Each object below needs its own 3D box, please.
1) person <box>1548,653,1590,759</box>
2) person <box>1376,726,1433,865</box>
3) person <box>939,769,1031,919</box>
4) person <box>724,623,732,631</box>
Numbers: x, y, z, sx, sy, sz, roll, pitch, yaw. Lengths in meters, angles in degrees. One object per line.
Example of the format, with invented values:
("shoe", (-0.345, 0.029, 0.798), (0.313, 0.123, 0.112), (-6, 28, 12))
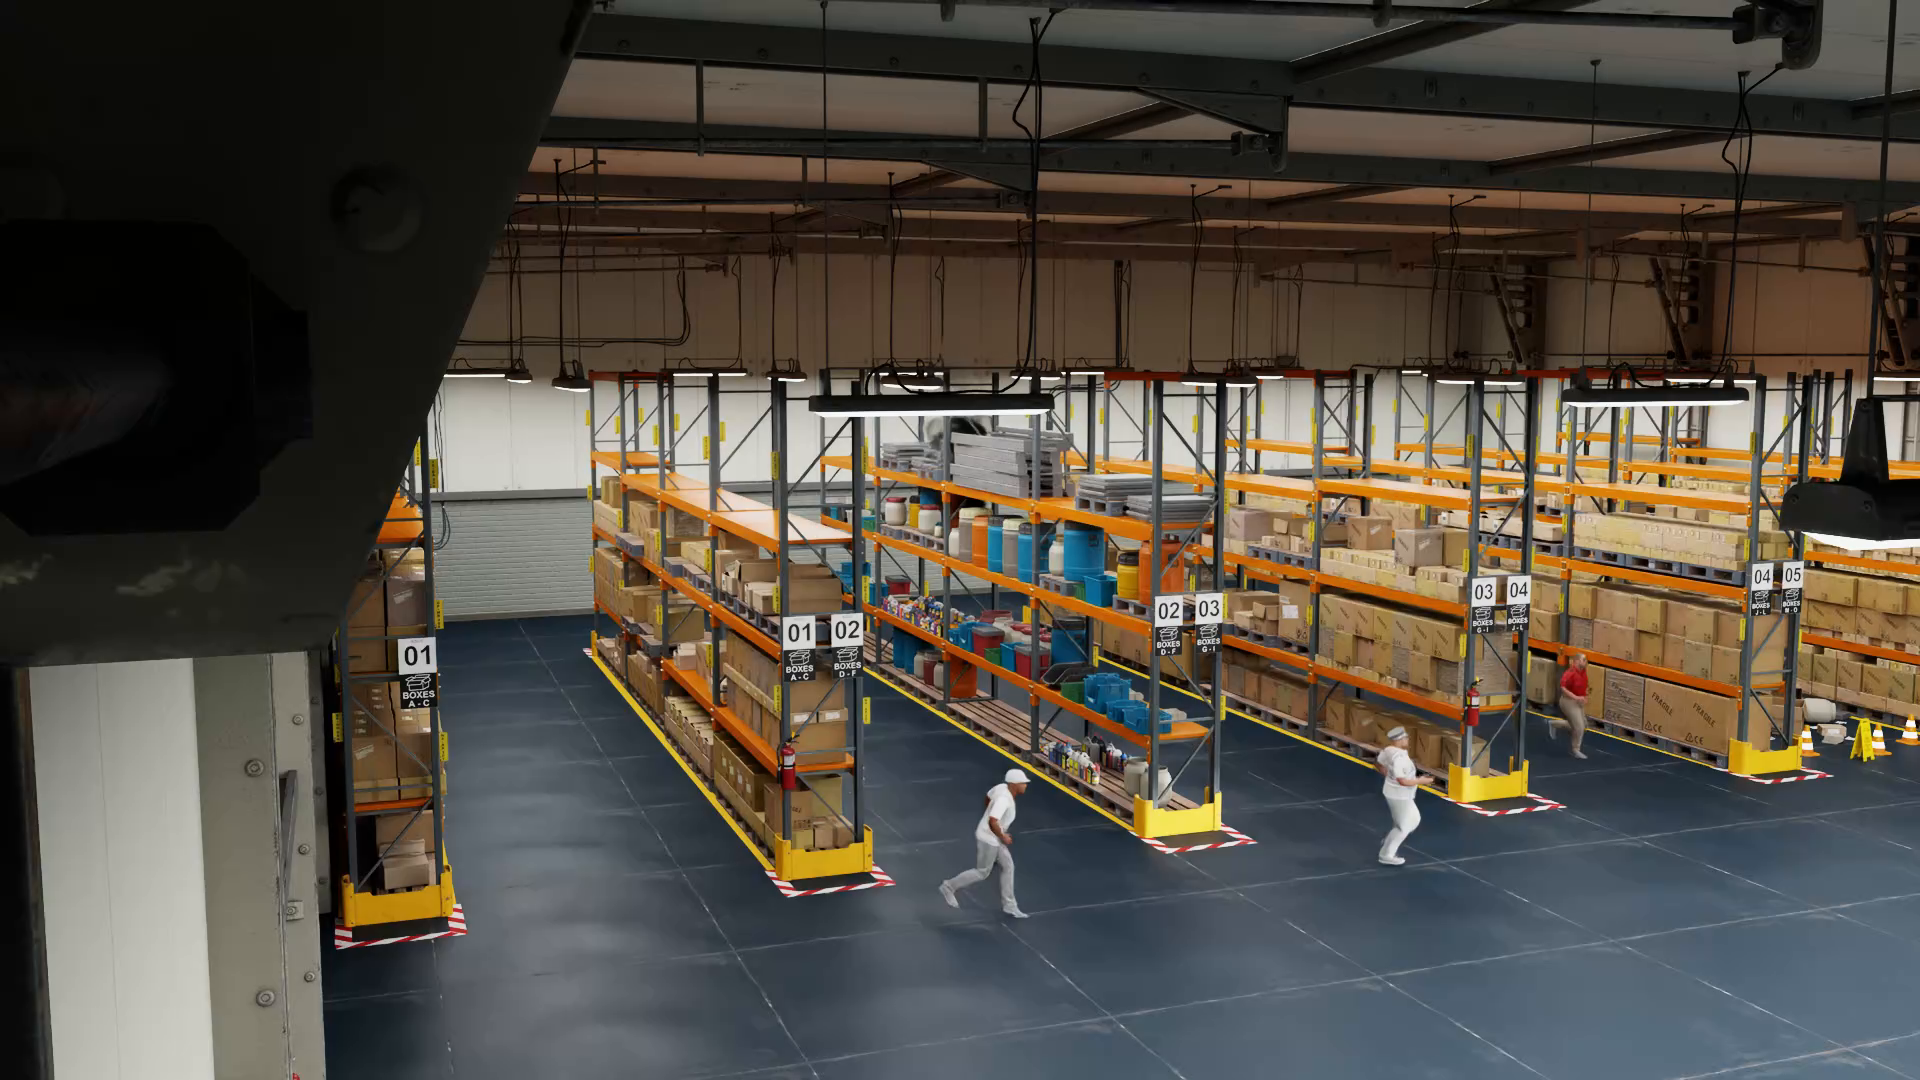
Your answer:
("person", (9.647, 2.595, 26.268), (0.695, 1.692, 0.699), (-6, 9, -44))
("person", (5.511, 3.165, 20.606), (0.627, 1.764, 0.647), (0, 6, 4))
("person", (0.276, 3.422, 18.748), (1.034, 1.723, 0.729), (0, 6, -1))
("person", (-4.601, 1.706, 33.790), (0.668, 1.769, 0.818), (-3, 7, -26))
